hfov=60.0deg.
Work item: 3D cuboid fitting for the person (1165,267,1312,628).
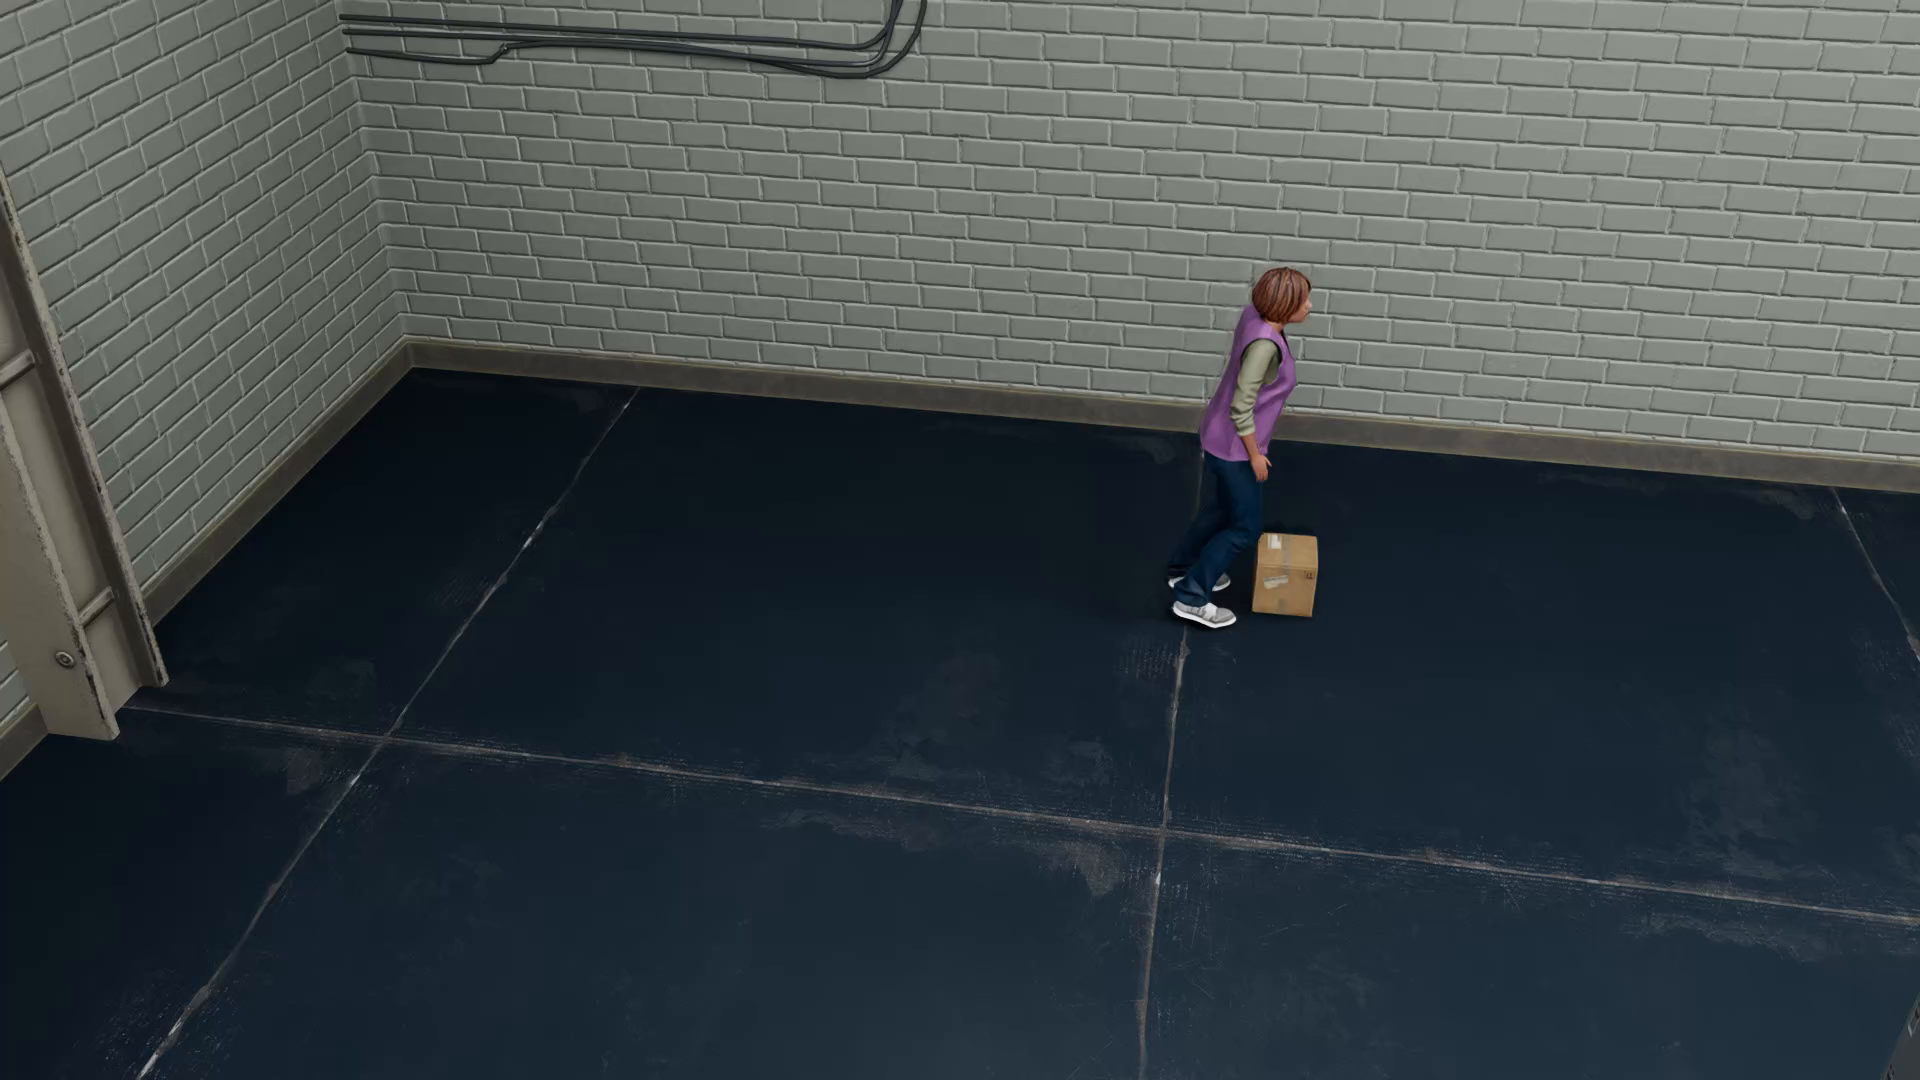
[{"bbox_3d":[1.122,-0.391,6.783,0.480,1.555,0.560,4,33,6],"label":"person"}]
